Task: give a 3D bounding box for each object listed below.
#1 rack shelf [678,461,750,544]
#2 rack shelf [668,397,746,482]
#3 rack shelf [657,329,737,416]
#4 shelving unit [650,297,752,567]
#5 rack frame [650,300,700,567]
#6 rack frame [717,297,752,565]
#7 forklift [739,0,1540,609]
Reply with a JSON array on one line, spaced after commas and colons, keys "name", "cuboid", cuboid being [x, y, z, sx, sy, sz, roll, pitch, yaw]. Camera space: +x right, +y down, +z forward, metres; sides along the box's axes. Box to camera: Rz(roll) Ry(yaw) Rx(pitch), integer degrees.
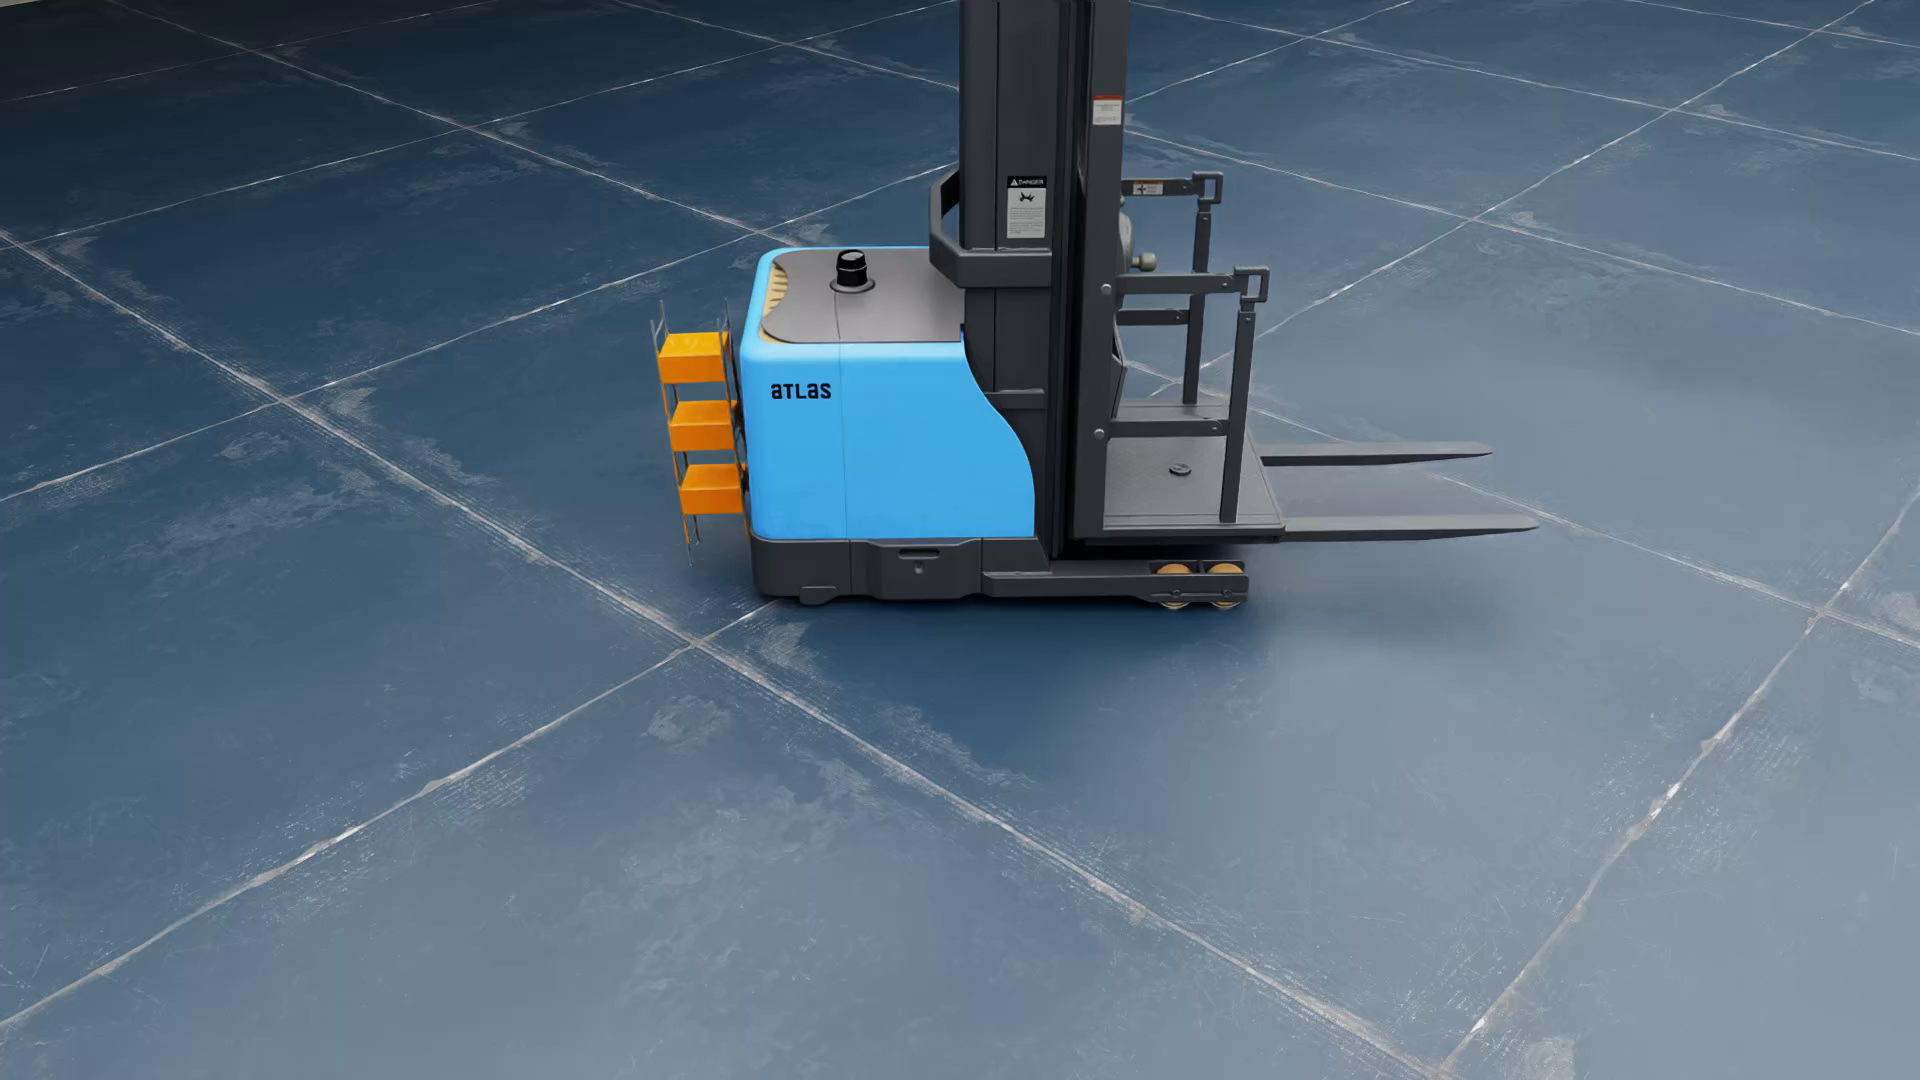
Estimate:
[{"name": "rack shelf", "cuboid": [-0.953, -0.153, 6.533, 0.240, 0.259, 0.215, -2, 31, 3]}, {"name": "rack shelf", "cuboid": [-0.968, -0.391, 6.390, 0.240, 0.259, 0.215, -2, 31, 3]}, {"name": "rack shelf", "cuboid": [-0.983, -0.634, 6.244, 0.240, 0.259, 0.215, -2, 31, 3]}, {"name": "shelving unit", "cuboid": [-0.968, -0.400, 6.384, 0.252, 1.050, 0.215, -2, 31, 3]}, {"name": "rack frame", "cuboid": [-1.090, -0.396, 6.391, 0.008, 1.050, 0.200, -2, 31, 3]}, {"name": "rack frame", "cuboid": [-0.847, -0.404, 6.378, 0.008, 1.050, 0.200, -2, 31, 3]}, {"name": "forklift", "cuboid": [0.715, -1.270, 6.018, 3.031, 2.935, 1.130, -1, 31, -1]}]
